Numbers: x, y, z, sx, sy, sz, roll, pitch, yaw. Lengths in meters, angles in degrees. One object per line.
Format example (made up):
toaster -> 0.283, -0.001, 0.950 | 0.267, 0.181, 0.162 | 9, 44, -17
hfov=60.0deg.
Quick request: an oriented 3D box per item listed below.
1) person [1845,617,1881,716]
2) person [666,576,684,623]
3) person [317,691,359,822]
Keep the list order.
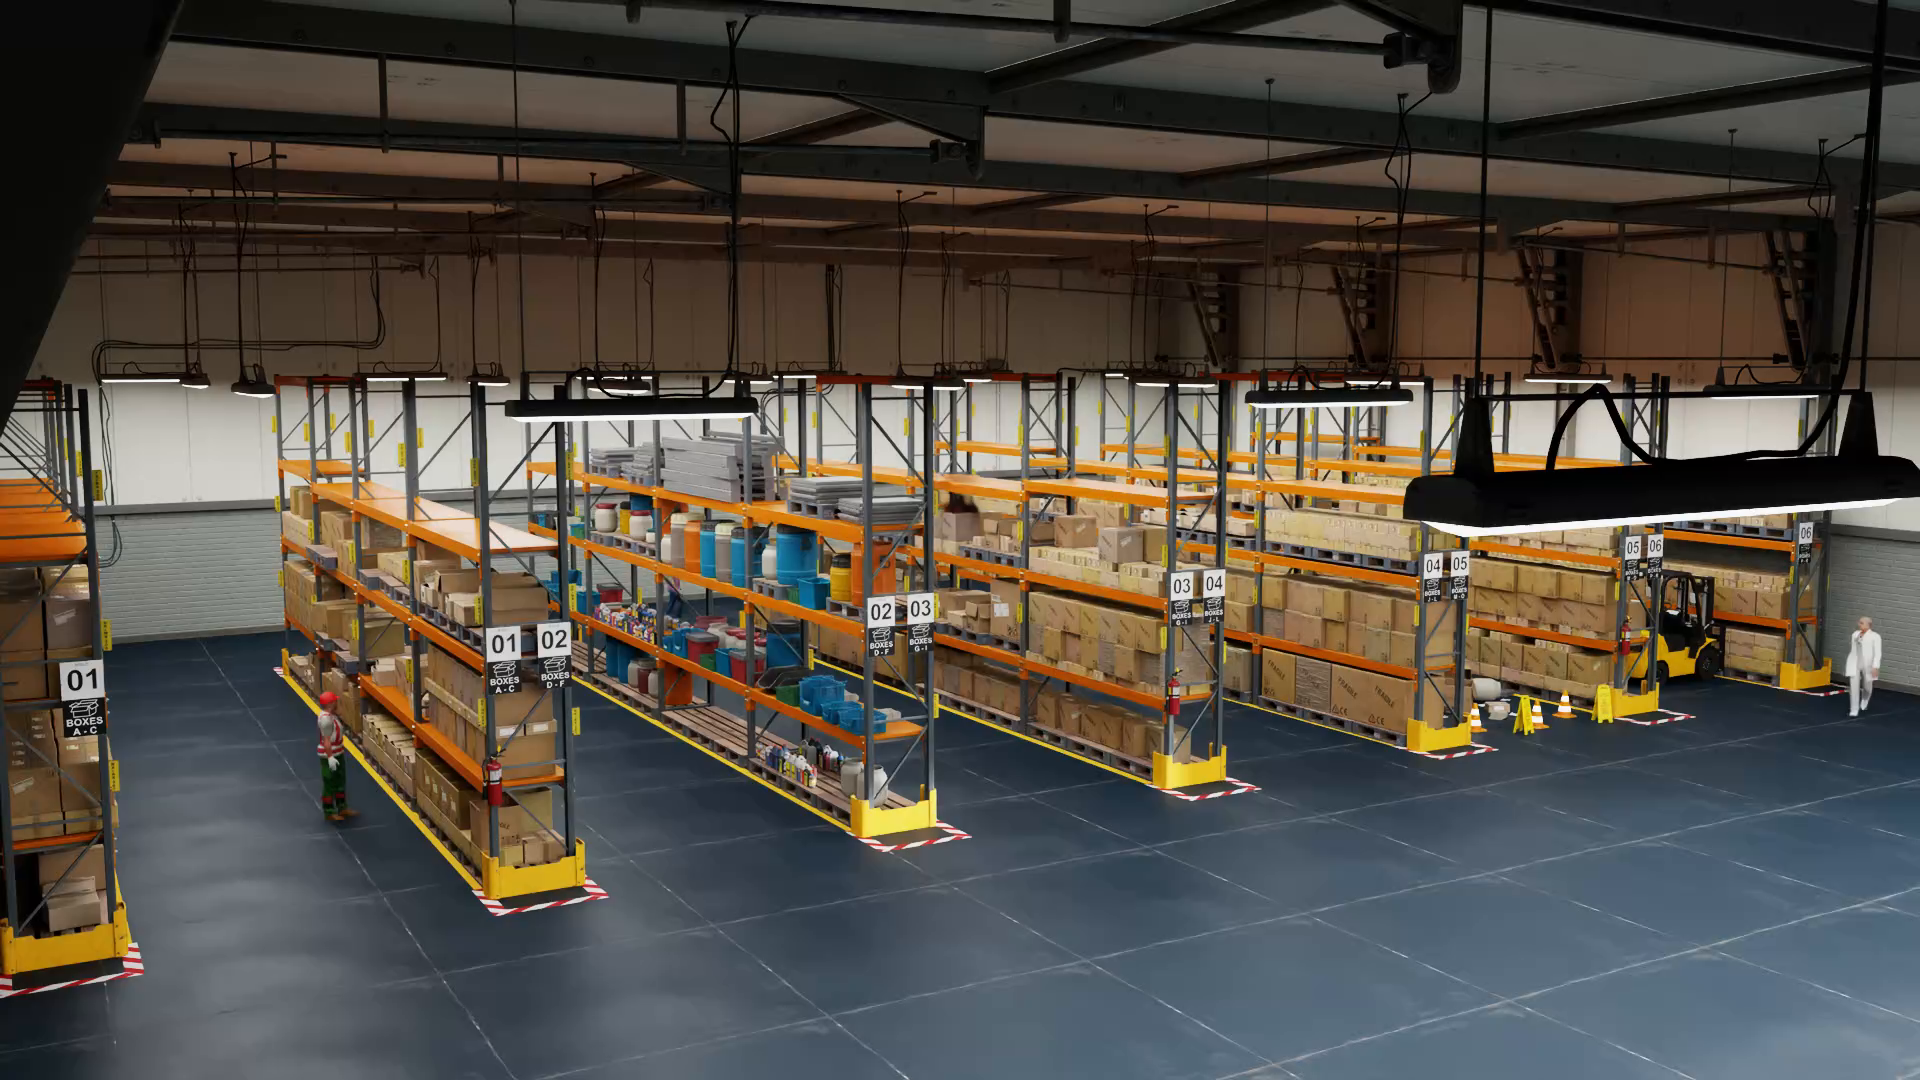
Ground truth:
person -> 16.010, 2.225, 29.511 | 0.540, 1.746, 0.935 | 3, 7, 24
person -> -6.781, 1.221, 39.459 | 0.574, 1.616, 0.564 | -3, 7, -22
person -> -8.582, 2.954, 22.824 | 0.461, 1.793, 0.615 | 0, 6, 1
